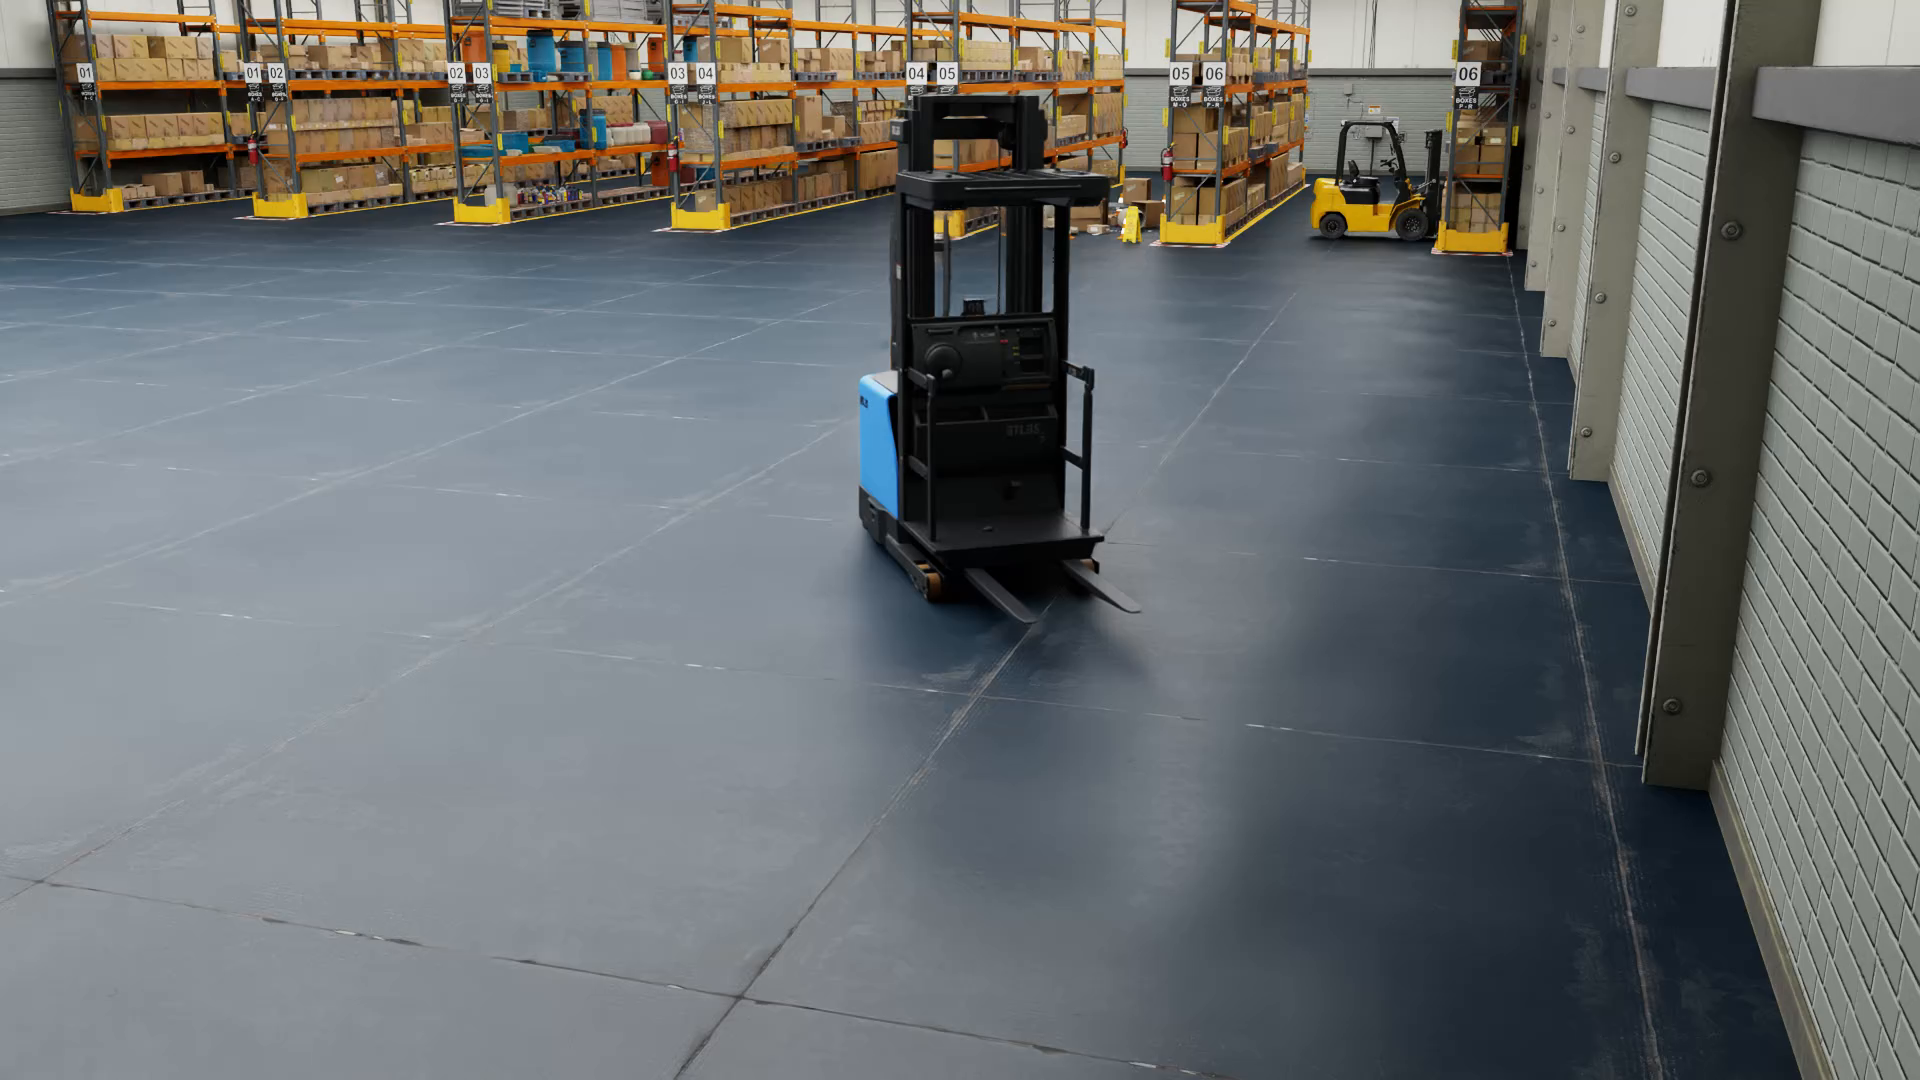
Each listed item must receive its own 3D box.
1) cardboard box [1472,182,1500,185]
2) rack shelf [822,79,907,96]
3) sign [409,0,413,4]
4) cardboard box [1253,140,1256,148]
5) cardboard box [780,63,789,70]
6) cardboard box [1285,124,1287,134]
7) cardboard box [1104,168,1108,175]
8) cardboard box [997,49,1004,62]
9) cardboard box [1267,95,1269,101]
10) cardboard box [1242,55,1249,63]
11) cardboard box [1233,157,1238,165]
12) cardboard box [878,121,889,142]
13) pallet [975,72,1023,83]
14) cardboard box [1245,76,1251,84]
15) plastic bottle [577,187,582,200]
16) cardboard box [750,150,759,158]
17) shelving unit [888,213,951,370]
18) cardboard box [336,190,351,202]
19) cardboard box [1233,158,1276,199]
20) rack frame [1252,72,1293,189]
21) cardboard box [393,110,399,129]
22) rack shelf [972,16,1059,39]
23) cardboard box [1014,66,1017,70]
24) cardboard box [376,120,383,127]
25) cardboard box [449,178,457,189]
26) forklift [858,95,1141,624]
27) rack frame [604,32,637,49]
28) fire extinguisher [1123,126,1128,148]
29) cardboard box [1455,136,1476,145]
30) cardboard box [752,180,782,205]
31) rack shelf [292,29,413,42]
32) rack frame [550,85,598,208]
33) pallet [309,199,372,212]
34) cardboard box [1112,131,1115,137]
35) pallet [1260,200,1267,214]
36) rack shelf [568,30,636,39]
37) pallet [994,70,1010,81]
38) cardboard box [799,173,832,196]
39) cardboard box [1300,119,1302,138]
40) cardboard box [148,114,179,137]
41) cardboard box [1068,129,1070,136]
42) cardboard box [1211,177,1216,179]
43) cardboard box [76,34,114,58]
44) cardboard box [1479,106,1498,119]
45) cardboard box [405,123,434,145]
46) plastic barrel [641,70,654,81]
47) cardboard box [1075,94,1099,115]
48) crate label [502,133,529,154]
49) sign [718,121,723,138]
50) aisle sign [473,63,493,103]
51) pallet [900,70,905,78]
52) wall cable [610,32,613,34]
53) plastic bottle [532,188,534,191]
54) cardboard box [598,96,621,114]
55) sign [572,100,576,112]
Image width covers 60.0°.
[{"bbox_3d":[10.213,-6.818,32.307,0.500,0.250,0.500,5,17,17],"label":"cardboard box"},{"bbox_3d":[-2.389,-11.421,41.919,1.077,0.370,4.000,5,16,16],"label":"rack shelf"},{"bbox_3d":[-15.545,-15.334,47.043,0.100,0.325,0.005,5,16,16],"label":"sign"},{"bbox_3d":[5.946,-8.251,34.615,0.380,0.149,0.250,5,17,17],"label":"cardboard box"},{"bbox_3d":[-3.910,-10.209,35.874,0.380,0.149,0.250,5,17,18],"label":"cardboard box"},{"bbox_3d":[7.653,-9.981,40.381,0.500,0.250,0.500,5,17,17],"label":"cardboard box"},{"bbox_3d":[3.743,-9.883,44.587,0.380,0.149,0.250,5,17,16],"label":"cardboard box"},{"bbox_3d":[0.595,-9.826,33.755,0.500,0.250,0.500,5,16,16],"label":"cardboard box"},{"bbox_3d":[7.642,-11.086,41.711,0.380,0.149,0.250,5,17,17],"label":"cardboard box"},{"bbox_3d":[5.418,-9.378,32.399,0.380,0.149,0.250,5,17,18],"label":"cardboard box"},{"bbox_3d":[5.183,-7.356,32.228,0.380,0.149,0.250,5,17,16],"label":"cardboard box"},{"bbox_3d":[-2.128,-10.355,42.156,0.500,0.500,0.500,5,16,16],"label":"cardboard box"},{"bbox_3d":[0.846,-9.938,35.722,0.805,0.209,1.217,4,16,14],"label":"pallet"},{"bbox_3d":[5.610,-9.201,33.236,0.380,0.149,0.250,5,17,16],"label":"cardboard box"},{"bbox_3d":[-8.664,-7.892,37.826,0.061,0.283,0.133,5,17,19],"label":"plastic bottle"},{"bbox_3d":[-4.402,-8.028,34.595,0.380,0.149,0.250,5,16,16],"label":"cardboard box"},{"bbox_3d":[-0.286,-1.248,11.882,0.431,2.100,0.503,-1,16,-2],"label":"shelving unit"},{"bbox_3d":[-14.081,-7.741,37.393,0.500,0.250,0.500,5,16,16],"label":"cardboard box"},{"bbox_3d":[6.820,-8.386,38.523,0.875,0.875,0.875,4,16,15],"label":"cardboard box"},{"bbox_3d":[7.680,-10.079,41.365,1.000,3.000,0.127,5,16,16],"label":"rack frame"},{"bbox_3d":[-16.093,-11.926,47.112,0.500,0.500,0.500,5,17,16],"label":"cardboard box"},{"bbox_3d":[1.201,-11.214,36.425,1.077,0.370,4.000,5,16,16],"label":"rack shelf"},{"bbox_3d":[1.043,-10.110,35.273,0.258,0.266,0.396,4,16,15],"label":"cardboard box"},{"bbox_3d":[-13.607,-9.662,38.526,0.380,0.149,0.250,4,16,14],"label":"cardboard box"},{"bbox_3d":[-12.803,-8.891,41.448,0.500,0.250,0.500,5,17,17],"label":"cardboard box"},{"bbox_3d":[0.222,-1.170,10.084,1.130,2.935,3.031,-5,17,-17],"label":"forklift"},{"bbox_3d":[-10.181,-15.549,49.657,1.000,3.000,0.127,5,16,16],"label":"rack frame"},{"bbox_3d":[4.557,-11.296,46.483,0.296,0.674,0.183,5,16,16],"label":"fire extinguisher"},{"bbox_3d":[8.860,-7.028,29.237,0.380,0.149,0.250,5,17,17],"label":"cardboard box"},{"bbox_3d":[-4.246,-7.652,36.621,0.500,0.500,0.500,4,16,14],"label":"cardboard box"},{"bbox_3d":[-16.637,-13.824,45.627,1.077,0.370,4.000,5,16,16],"label":"rack shelf"},{"bbox_3d":[-8.843,-9.138,38.050,1.000,3.000,0.127,5,16,16],"label":"rack frame"},{"bbox_3d":[-14.202,-7.657,37.937,1.003,0.211,1.213,5,16,16],"label":"pallet"},{"bbox_3d":[4.007,-11.057,45.275,0.380,0.149,0.250,5,17,17],"label":"cardboard box"},{"bbox_3d":[6.320,-7.486,37.336,1.003,0.211,1.213,5,16,16],"label":"pallet"},{"bbox_3d":[-10.749,-14.678,47.911,1.077,0.370,4.000,5,16,16],"label":"rack shelf"},{"bbox_3d":[0.390,-9.530,34.097,1.003,0.211,1.213,5,16,16],"label":"pallet"},{"bbox_3d":[-3.429,-8.338,39.003,0.700,0.500,0.500,6,17,21],"label":"cardboard box"},{"bbox_3d":[8.777,-10.896,44.065,0.500,0.500,0.500,4,16,15],"label":"cardboard box"},{"bbox_3d":[-18.616,-9.659,38.750,0.500,0.500,0.500,5,17,18],"label":"cardboard box"},{"bbox_3d":[2.465,-9.919,40.494,0.380,0.149,0.250,5,17,17],"label":"cardboard box"},{"bbox_3d":[4.980,-7.092,33.731,0.500,0.500,0.500,5,17,19],"label":"cardboard box"},{"bbox_3d":[-19.136,-10.924,36.796,0.500,0.500,0.500,3,16,12],"label":"cardboard box"},{"bbox_3d":[13.119,-10.495,41.190,0.500,0.500,0.500,4,16,14],"label":"cardboard box"},{"bbox_3d":[-13.208,-9.909,40.584,0.500,0.500,0.500,6,17,20],"label":"cardboard box"},{"bbox_3d":[-7.728,-11.484,41.109,0.294,0.245,0.294,0,16,0],"label":"plastic barrel"},{"bbox_3d":[3.268,-11.207,42.784,0.500,0.500,0.500,5,17,17],"label":"cardboard box"},{"bbox_3d":[-9.716,-8.611,36.127,0.502,0.435,0.616,5,16,16],"label":"crate label"},{"bbox_3d":[-4.711,-8.082,32.740,0.100,0.325,0.005,5,16,16],"label":"sign"},{"bbox_3d":[-9.719,-9.301,33.859,0.394,0.787,0.004,5,16,16],"label":"aisle sign"},{"bbox_3d":[-1.578,-12.461,44.429,1.003,0.211,1.213,5,16,16],"label":"pallet"},{"bbox_3d":[-10.388,-18.110,55.123,3.097,2.526,0.112,5,16,16],"label":"wall cable"},{"bbox_3d":[-9.611,-7.775,37.414,0.061,0.283,0.133,5,17,18],"label":"plastic bottle"},{"bbox_3d":[-10.329,-12.786,48.895,0.500,0.500,0.500,5,17,17],"label":"cardboard box"},{"bbox_3d":[-10.785,-12.131,46.480,0.100,0.325,0.005,5,16,16],"label":"sign"}]
